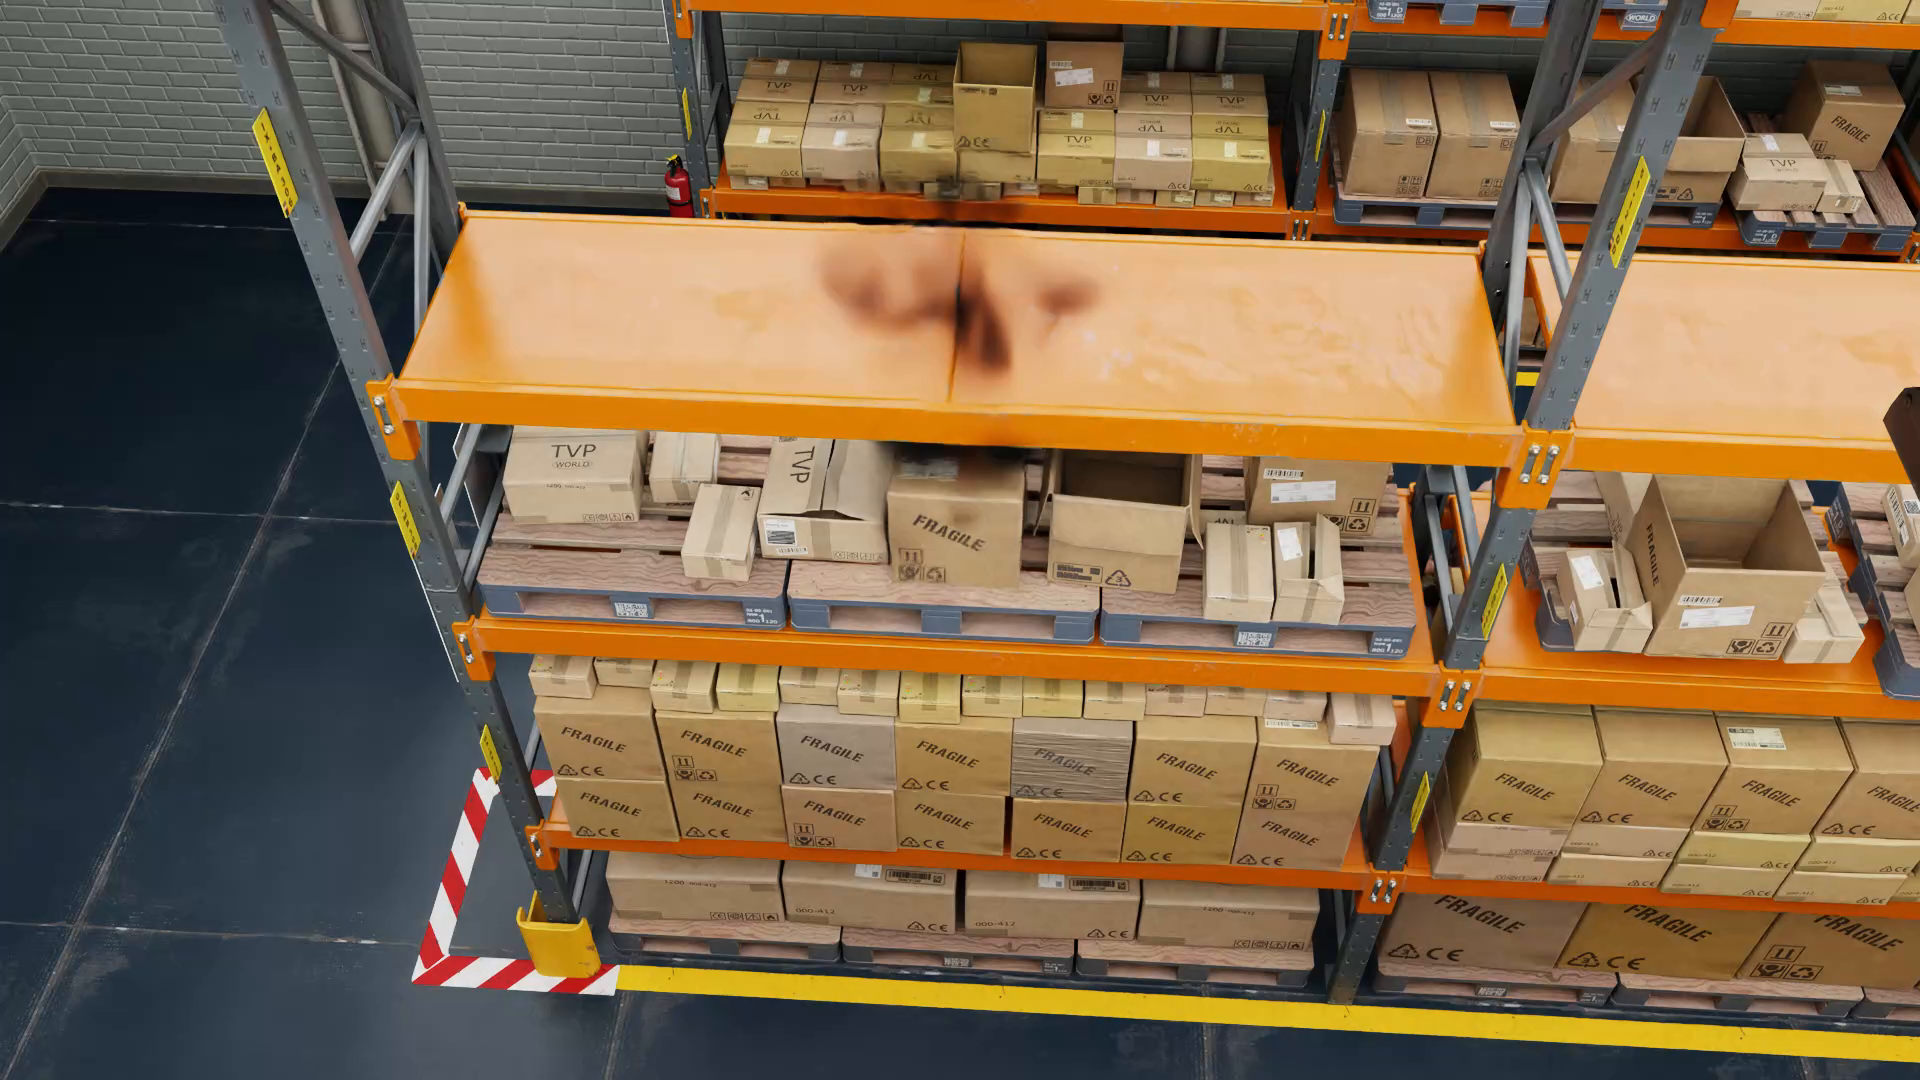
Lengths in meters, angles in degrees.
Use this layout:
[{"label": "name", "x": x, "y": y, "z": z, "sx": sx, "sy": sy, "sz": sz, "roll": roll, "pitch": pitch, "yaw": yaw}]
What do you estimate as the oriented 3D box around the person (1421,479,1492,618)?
[{"label": "person", "x": 2.861, "y": 0.291, "z": 9.219, "sx": 1.049, "sy": 1.731, "sz": 0.704, "roll": 3, "pitch": 48, "yaw": 3}]
